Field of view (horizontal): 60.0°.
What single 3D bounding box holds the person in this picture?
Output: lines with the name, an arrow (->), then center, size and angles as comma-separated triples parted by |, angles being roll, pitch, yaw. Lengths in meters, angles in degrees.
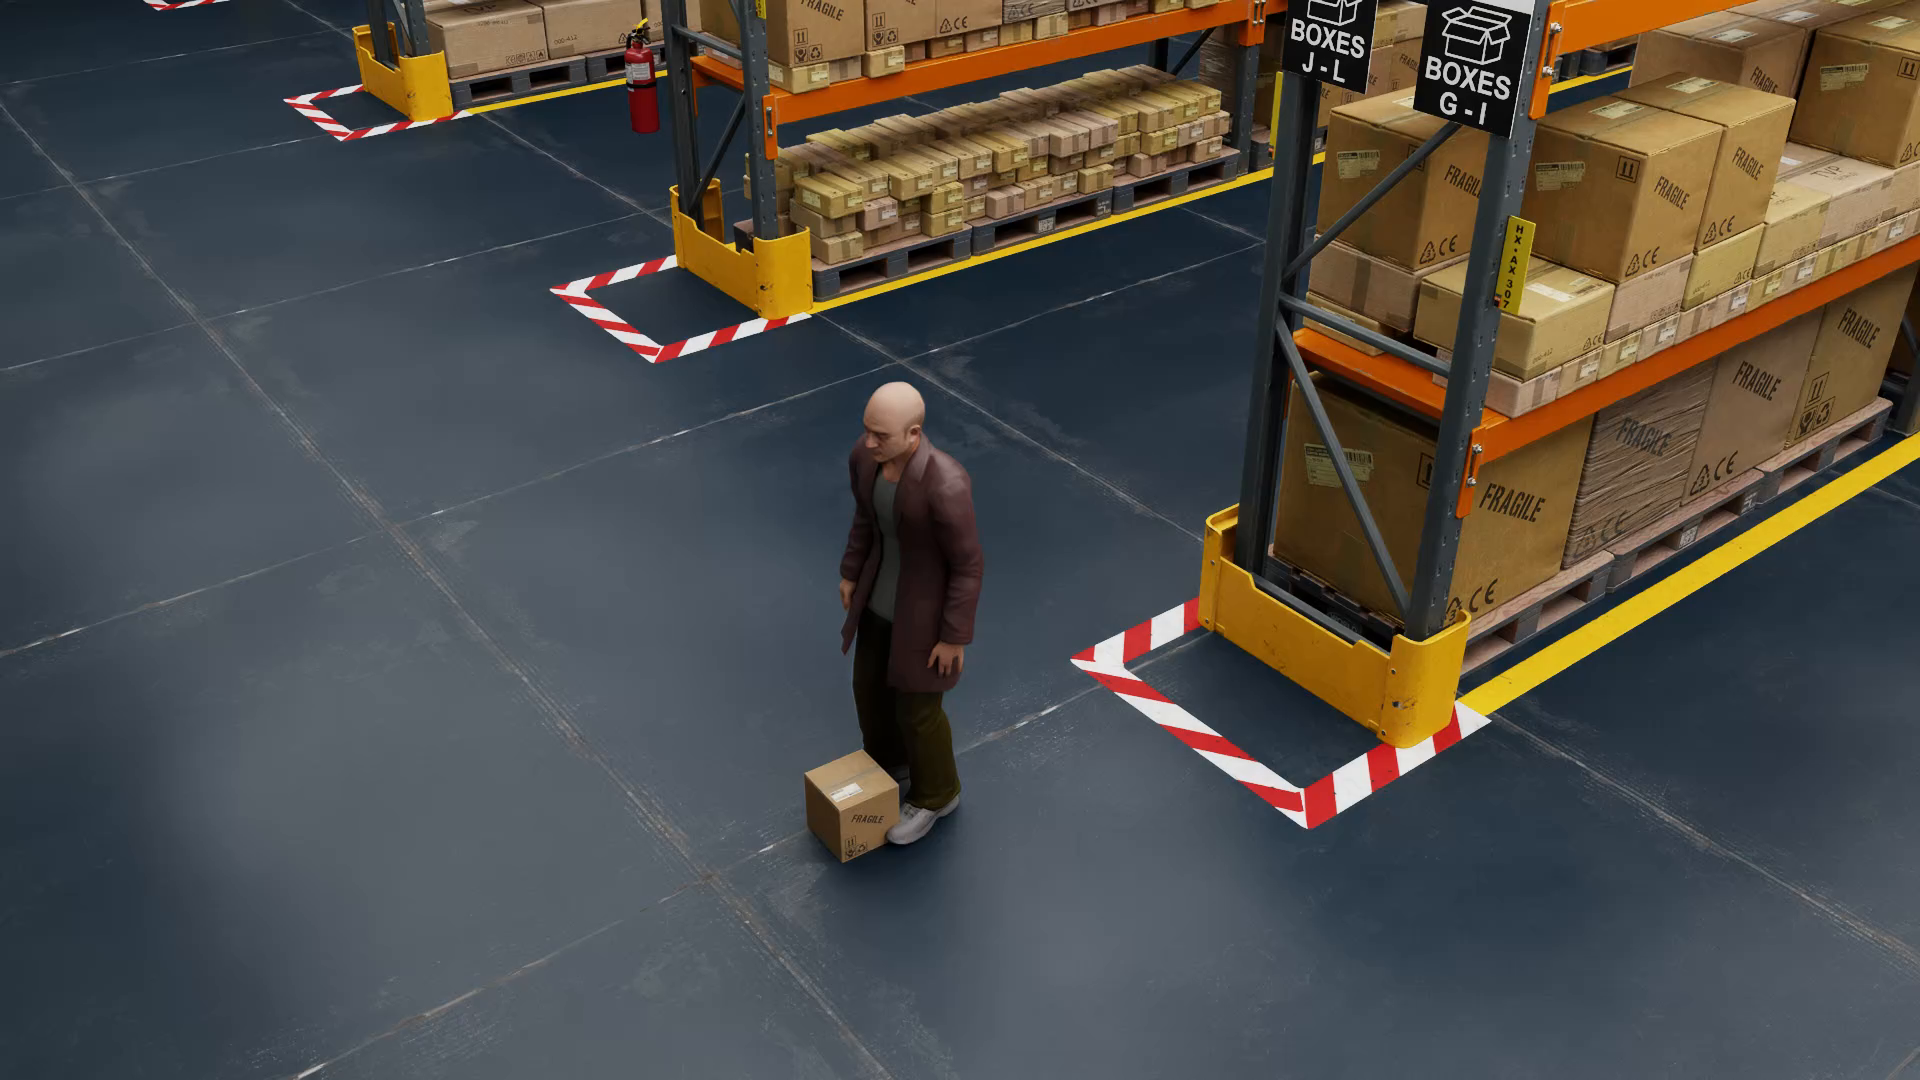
person -> -0.190, 0.237, 5.768 | 0.429, 1.772, 0.646 | -25, 39, -34
